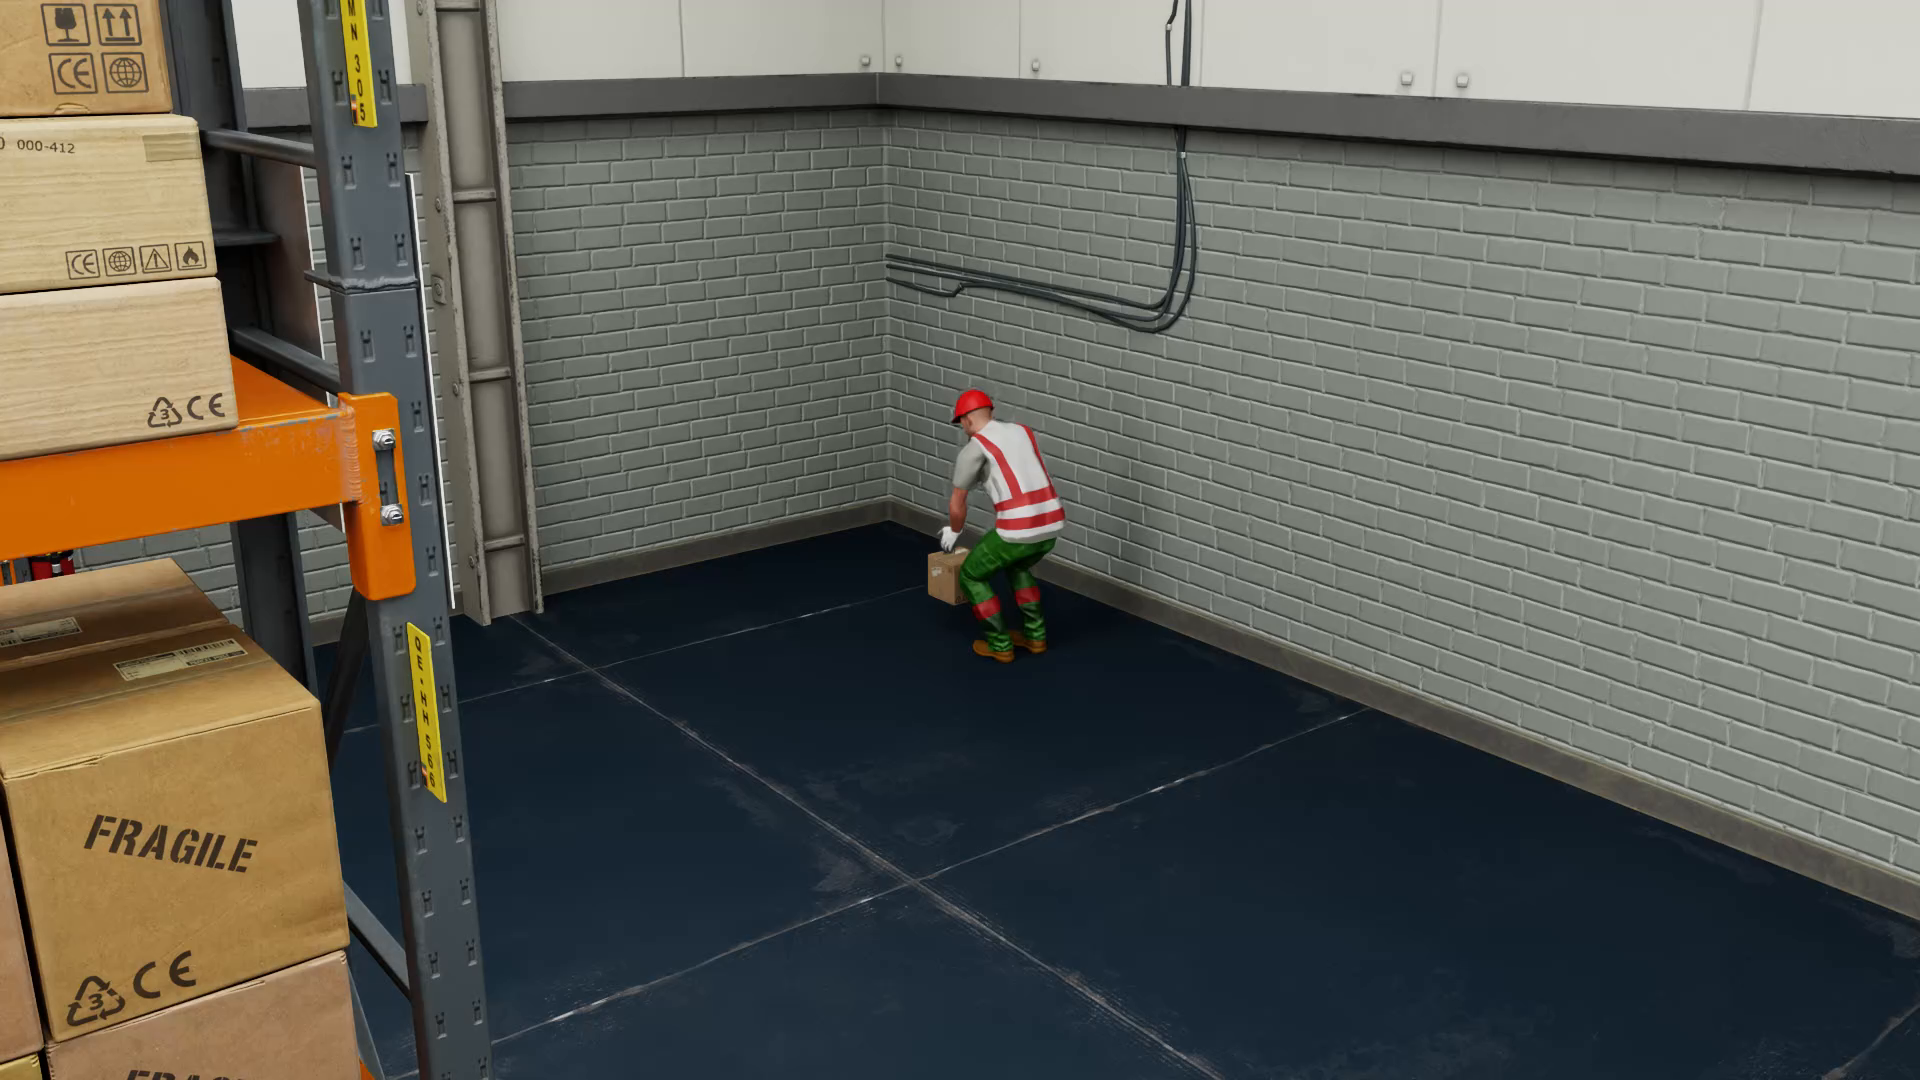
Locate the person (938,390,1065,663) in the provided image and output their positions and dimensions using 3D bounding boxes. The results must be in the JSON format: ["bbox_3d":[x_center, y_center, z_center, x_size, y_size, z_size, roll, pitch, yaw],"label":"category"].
[{"bbox_3d":[0.222,-0.075,9.274,0.582,1.472,0.730,-13,22,-36],"label":"person"}]
